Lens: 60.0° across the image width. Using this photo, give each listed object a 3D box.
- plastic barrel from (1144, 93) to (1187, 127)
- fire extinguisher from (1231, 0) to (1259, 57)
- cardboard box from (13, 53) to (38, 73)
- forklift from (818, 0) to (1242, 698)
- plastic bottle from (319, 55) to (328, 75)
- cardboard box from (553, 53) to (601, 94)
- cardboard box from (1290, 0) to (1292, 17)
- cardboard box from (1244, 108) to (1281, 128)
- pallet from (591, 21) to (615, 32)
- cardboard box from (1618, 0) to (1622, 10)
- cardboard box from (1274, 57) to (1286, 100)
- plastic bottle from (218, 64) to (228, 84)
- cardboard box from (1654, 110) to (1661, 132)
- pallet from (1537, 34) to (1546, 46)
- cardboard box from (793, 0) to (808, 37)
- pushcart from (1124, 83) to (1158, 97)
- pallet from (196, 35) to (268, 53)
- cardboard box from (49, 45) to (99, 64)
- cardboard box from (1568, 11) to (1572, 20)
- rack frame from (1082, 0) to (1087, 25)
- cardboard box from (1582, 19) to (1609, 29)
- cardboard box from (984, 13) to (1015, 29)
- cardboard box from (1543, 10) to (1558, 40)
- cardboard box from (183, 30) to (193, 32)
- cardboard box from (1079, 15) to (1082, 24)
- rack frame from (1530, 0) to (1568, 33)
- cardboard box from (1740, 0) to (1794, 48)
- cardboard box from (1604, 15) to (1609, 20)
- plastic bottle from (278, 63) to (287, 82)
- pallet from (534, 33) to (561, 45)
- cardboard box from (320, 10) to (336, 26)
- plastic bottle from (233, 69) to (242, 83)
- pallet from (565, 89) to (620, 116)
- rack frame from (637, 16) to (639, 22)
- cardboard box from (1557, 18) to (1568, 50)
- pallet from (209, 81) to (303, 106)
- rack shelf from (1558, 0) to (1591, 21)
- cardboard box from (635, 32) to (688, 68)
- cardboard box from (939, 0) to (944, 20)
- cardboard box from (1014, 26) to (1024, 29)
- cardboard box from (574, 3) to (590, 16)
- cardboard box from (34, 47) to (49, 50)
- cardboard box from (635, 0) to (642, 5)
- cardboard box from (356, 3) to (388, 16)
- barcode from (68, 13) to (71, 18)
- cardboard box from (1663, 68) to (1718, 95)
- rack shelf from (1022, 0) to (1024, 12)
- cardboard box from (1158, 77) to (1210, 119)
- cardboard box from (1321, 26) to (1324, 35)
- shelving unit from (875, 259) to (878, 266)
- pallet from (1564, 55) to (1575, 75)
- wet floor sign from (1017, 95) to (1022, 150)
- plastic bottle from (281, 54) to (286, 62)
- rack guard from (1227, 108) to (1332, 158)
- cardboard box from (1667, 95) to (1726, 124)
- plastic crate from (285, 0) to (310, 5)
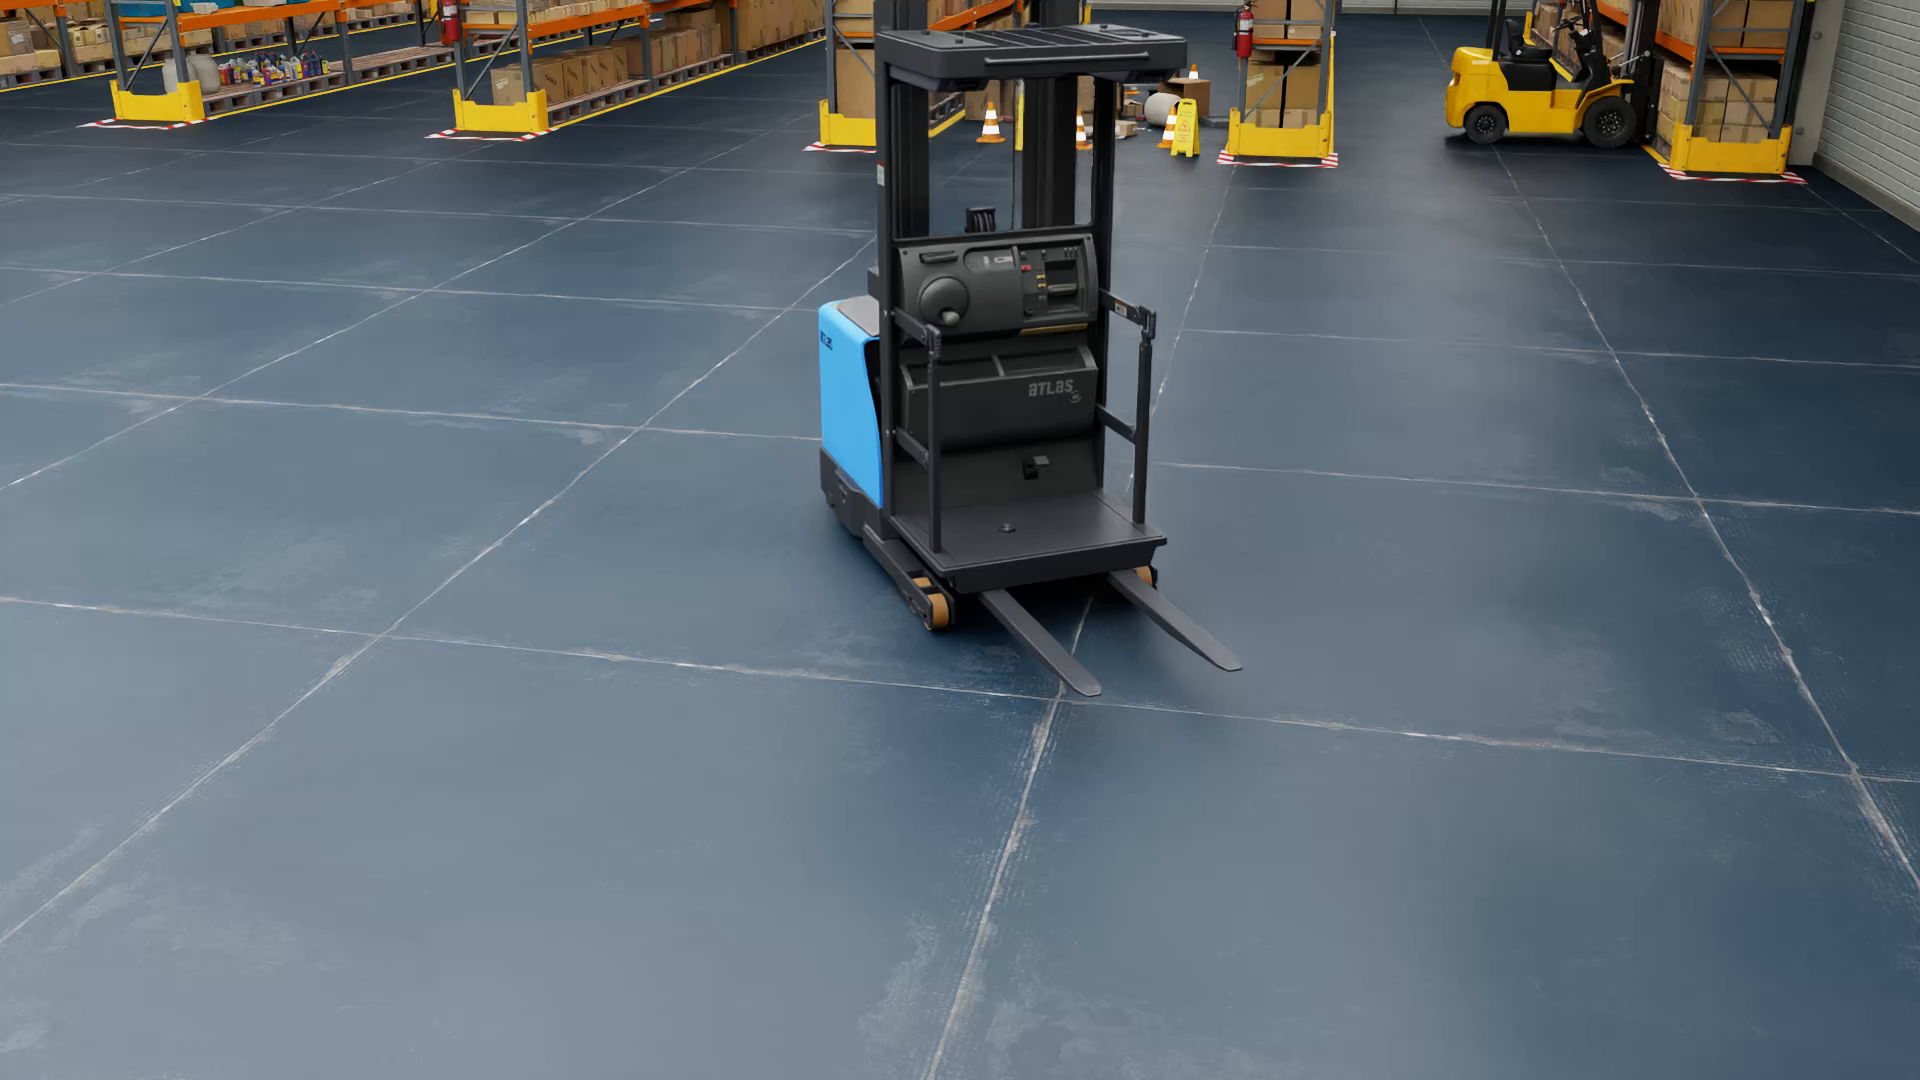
[{"bbox_3d":[2.692,-5.614,21.727,0.421,0.421,0.512,-16,27,-35],"label":"plastic barrel"},{"bbox_3d":[3.278,-5.896,19.082,0.296,0.674,0.183,4,22,11],"label":"fire extinguisher"},{"bbox_3d":[-14.822,-7.465,25.991,0.500,0.250,0.500,4,22,11],"label":"cardboard box"},{"bbox_3d":[0.258,-1.134,7.246,1.130,2.935,3.031,-8,23,-19],"label":"forklift"},{"bbox_3d":[-9.757,-7.278,25.455,0.061,0.283,0.133,6,23,14],"label":"plastic bottle"},{"bbox_3d":[-5.413,-6.606,23.525,0.500,0.500,0.500,2,22,6],"label":"cardboard box"},{"bbox_3d":[4.223,-6.465,19.858,0.500,0.500,0.500,5,23,13],"label":"cardboard box"},{"bbox_3d":[3.659,-5.183,20.326,0.500,0.250,0.500,4,22,11],"label":"cardboard box"},{"bbox_3d":[-7.990,-10.886,35.101,1.003,0.211,1.213,4,22,11],"label":"pallet"},{"bbox_3d":[9.504,-7.523,23.218,0.500,0.250,0.500,5,22,11],"label":"cardboard box"},{"bbox_3d":[3.764,-5.710,20.631,0.500,0.500,0.500,5,23,13],"label":"cardboard box"},{"bbox_3d":[-10.774,-6.807,24.298,0.152,0.276,0.135,5,22,11],"label":"plastic bottle"},{"bbox_3d":[8.621,-5.040,19.972,0.500,0.250,0.500,5,22,11],"label":"cardboard box"},{"bbox_3d":[11.449,-9.355,31.300,1.003,0.211,1.213,4,22,11],"label":"pallet"},{"bbox_3d":[-3.611,-10.056,31.590,1.225,0.875,0.875,5,22,11],"label":"cardboard box"},{"bbox_3d":[2.327,-6.341,23.592,1.648,0.377,0.936,-3,22,-8],"label":"pushcart"},{"bbox_3d":[-13.824,-9.353,31.295,1.003,0.211,1.213,4,22,11],"label":"pallet"},{"bbox_3d":[-14.505,-7.961,27.225,0.500,0.250,0.500,4,22,10],"label":"cardboard box"},{"bbox_3d":[10.747,-9.068,28.771,0.380,0.149,0.250,4,22,9],"label":"cardboard box"},{"bbox_3d":[2.151,-12.131,34.458,1.000,3.000,0.127,4,22,11],"label":"rack frame"},{"bbox_3d":[10.369,-8.403,27.118,0.380,0.149,0.250,4,22,10],"label":"cardboard box"},{"bbox_3d":[0.306,-8.140,27.000,1.050,0.750,0.750,4,22,10],"label":"cardboard box"},{"bbox_3d":[11.236,-9.543,30.817,0.700,0.500,0.500,4,22,9],"label":"cardboard box"},{"bbox_3d":[-13.979,-9.155,29.438,0.500,0.311,0.500,4,22,10],"label":"cardboard box"},{"bbox_3d":[2.294,-10.693,34.142,0.380,0.149,0.250,5,23,13],"label":"cardboard box"},{"bbox_3d":[11.877,-11.413,32.677,1.000,3.000,0.127,4,22,11],"label":"rack frame"},{"bbox_3d":[8.986,-5.768,18.526,0.500,0.500,0.500,5,23,13],"label":"cardboard box"},{"bbox_3d":[11.043,-8.751,27.984,0.380,0.149,0.250,5,22,12],"label":"cardboard box"},{"bbox_3d":[-9.991,-6.886,24.498,0.097,0.271,0.097,0,22,0],"label":"plastic bottle"},{"bbox_3d":[-8.547,-9.888,32.622,1.003,0.211,1.213,4,22,11],"label":"pallet"},{"bbox_3d":[-13.018,-10.682,33.618,0.500,0.500,0.500,4,22,11],"label":"cardboard box"},{"bbox_3d":[-10.620,-6.821,24.432,0.097,0.201,0.097,0,22,0],"label":"plastic bottle"},{"bbox_3d":[-5.482,-6.168,23.385,1.003,0.211,1.213,4,22,11],"label":"pallet"},{"bbox_3d":[-7.533,-12.923,36.427,1.000,3.000,0.127,4,22,11],"label":"rack frame"},{"bbox_3d":[10.742,-8.826,29.037,0.500,0.500,0.500,5,23,13],"label":"cardboard box"},{"bbox_3d":[-10.406,-6.551,24.337,1.003,0.211,1.213,4,22,11],"label":"pallet"},{"bbox_3d":[10.653,-8.885,27.363,1.077,0.370,4.000,4,22,11],"label":"rack shelf"},{"bbox_3d":[-4.757,-7.802,26.468,0.700,0.500,0.500,3,22,6],"label":"cardboard box"},{"bbox_3d":[-0.687,-7.083,21.724,0.875,0.550,0.500,4,22,11],"label":"cardboard box"},{"bbox_3d":[0.913,-8.479,28.176,0.500,0.500,0.500,4,22,9],"label":"cardboard box"},{"bbox_3d":[-5.256,-7.205,22.564,0.380,0.149,0.250,4,22,11],"label":"cardboard box"},{"bbox_3d":[-15.029,-8.007,27.337,0.500,0.250,0.500,4,22,10],"label":"cardboard box"},{"bbox_3d":[-4.889,-7.939,24.388,0.380,0.149,0.250,4,22,11],"label":"cardboard box"},{"bbox_3d":[-12.819,-11.573,35.826,0.797,0.503,0.637,4,22,11],"label":"cardboard box"},{"bbox_3d":[-14.370,-8.465,26.829,0.001,0.075,0.075,4,22,11],"label":"barcode"},{"bbox_3d":[8.500,-5.324,19.338,0.500,0.250,0.500,5,22,12],"label":"cardboard box"},{"bbox_3d":[0.927,-9.603,29.144,1.077,0.370,4.000,4,22,11],"label":"rack shelf"},{"bbox_3d":[3.018,-5.955,22.467,0.500,0.500,0.500,-16,27,-35],"label":"cardboard box"},{"bbox_3d":[4.196,-6.115,19.858,0.380,0.149,0.250,4,22,9],"label":"cardboard box"},{"bbox_3d":[-0.182,-0.961,9.134,0.503,1.200,0.258,-17,27,-36],"label":"shelving unit"},{"bbox_3d":[10.686,-7.909,27.709,1.003,0.211,1.213,4,22,11],"label":"pallet"},{"bbox_3d":[0.819,-5.025,19.968,0.267,0.644,0.232,1,22,2],"label":"wet floor sign"},{"bbox_3d":[-10.476,-7.390,25.751,0.097,0.271,0.097,0,22,0],"label":"plastic bottle"},{"bbox_3d":[3.768,-4.807,19.620,1.175,0.500,0.348,4,22,11],"label":"rack guard"},{"bbox_3d":[8.406,-4.915,18.991,0.500,0.250,0.500,4,22,10],"label":"cardboard box"},{"bbox_3d":[-9.941,-8.040,24.501,0.499,0.251,0.616,4,22,11],"label":"plastic crate"}]
